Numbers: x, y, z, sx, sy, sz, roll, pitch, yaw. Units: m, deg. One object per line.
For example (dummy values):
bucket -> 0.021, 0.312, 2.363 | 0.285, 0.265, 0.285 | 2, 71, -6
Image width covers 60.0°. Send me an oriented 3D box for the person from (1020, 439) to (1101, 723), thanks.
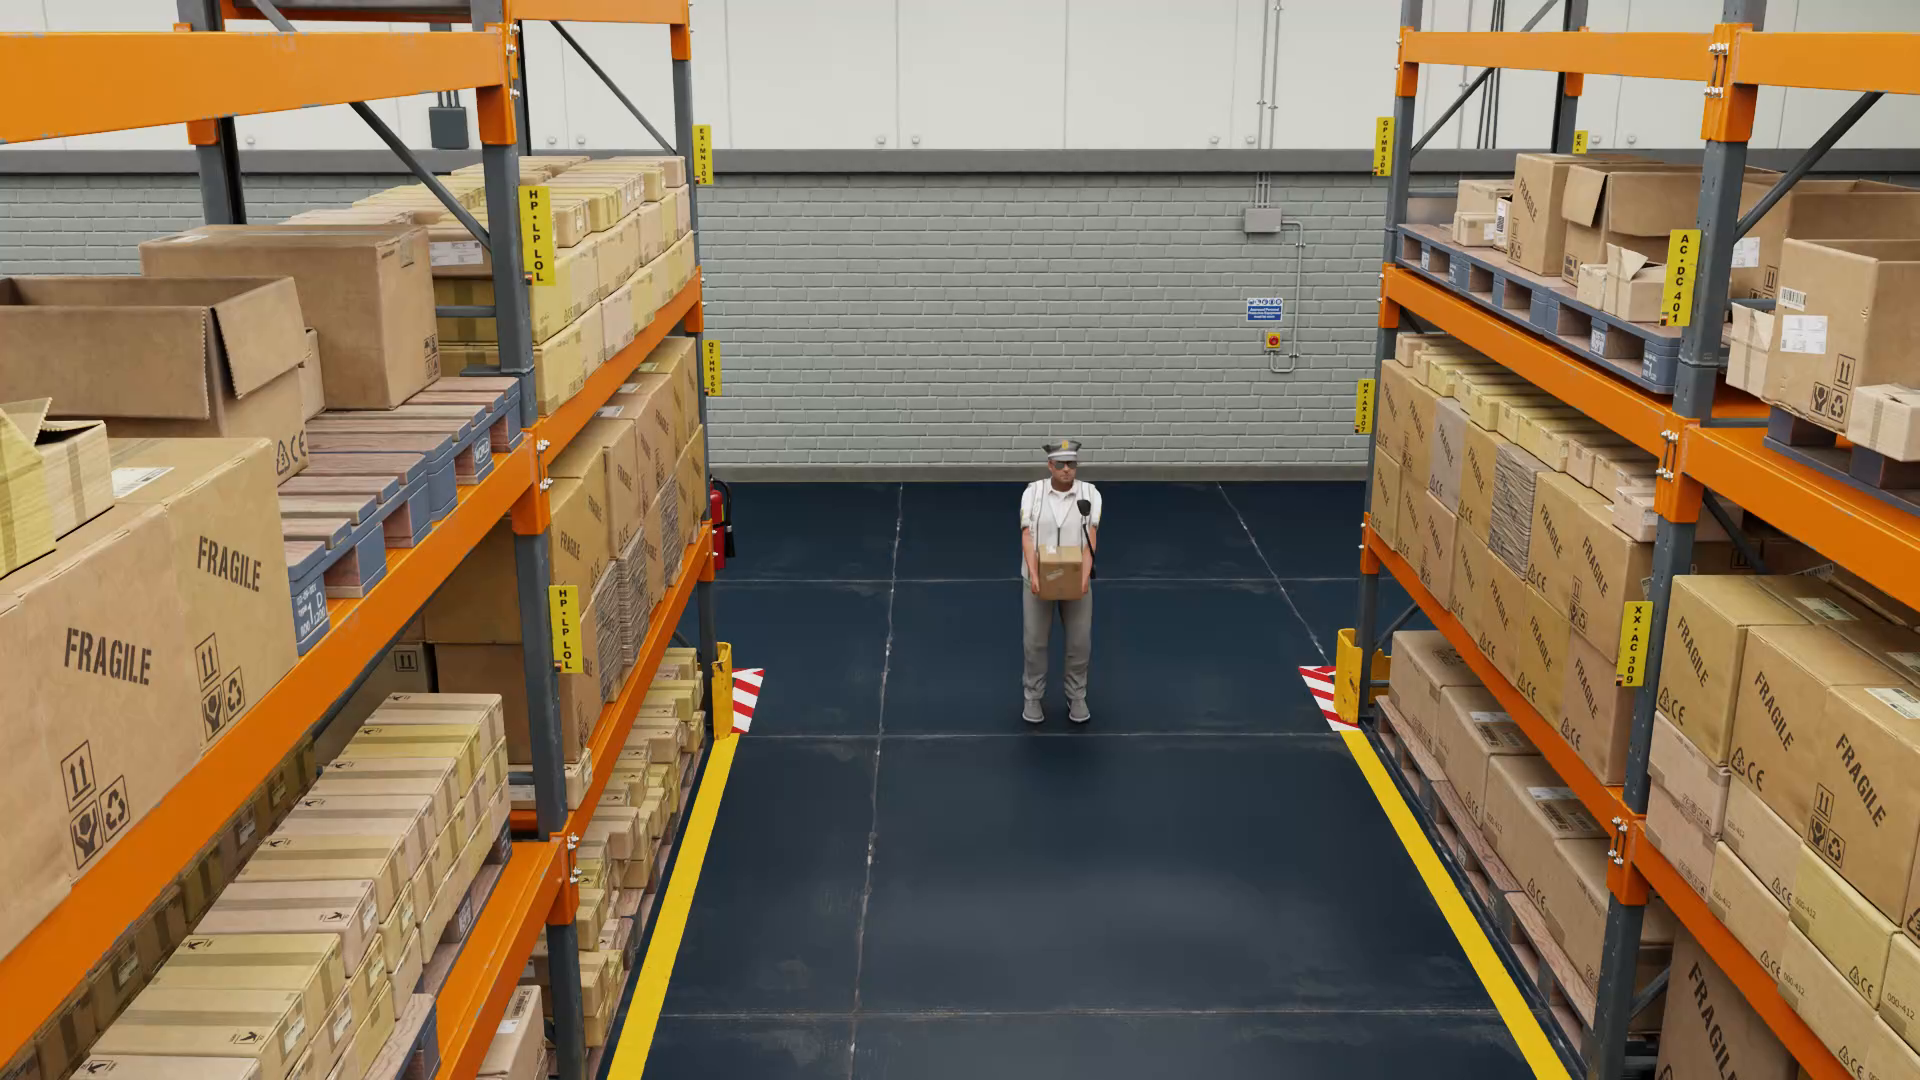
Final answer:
person -> 0.613, 0.263, 10.148 | 0.494, 1.766, 0.567 | 0, 17, 0
